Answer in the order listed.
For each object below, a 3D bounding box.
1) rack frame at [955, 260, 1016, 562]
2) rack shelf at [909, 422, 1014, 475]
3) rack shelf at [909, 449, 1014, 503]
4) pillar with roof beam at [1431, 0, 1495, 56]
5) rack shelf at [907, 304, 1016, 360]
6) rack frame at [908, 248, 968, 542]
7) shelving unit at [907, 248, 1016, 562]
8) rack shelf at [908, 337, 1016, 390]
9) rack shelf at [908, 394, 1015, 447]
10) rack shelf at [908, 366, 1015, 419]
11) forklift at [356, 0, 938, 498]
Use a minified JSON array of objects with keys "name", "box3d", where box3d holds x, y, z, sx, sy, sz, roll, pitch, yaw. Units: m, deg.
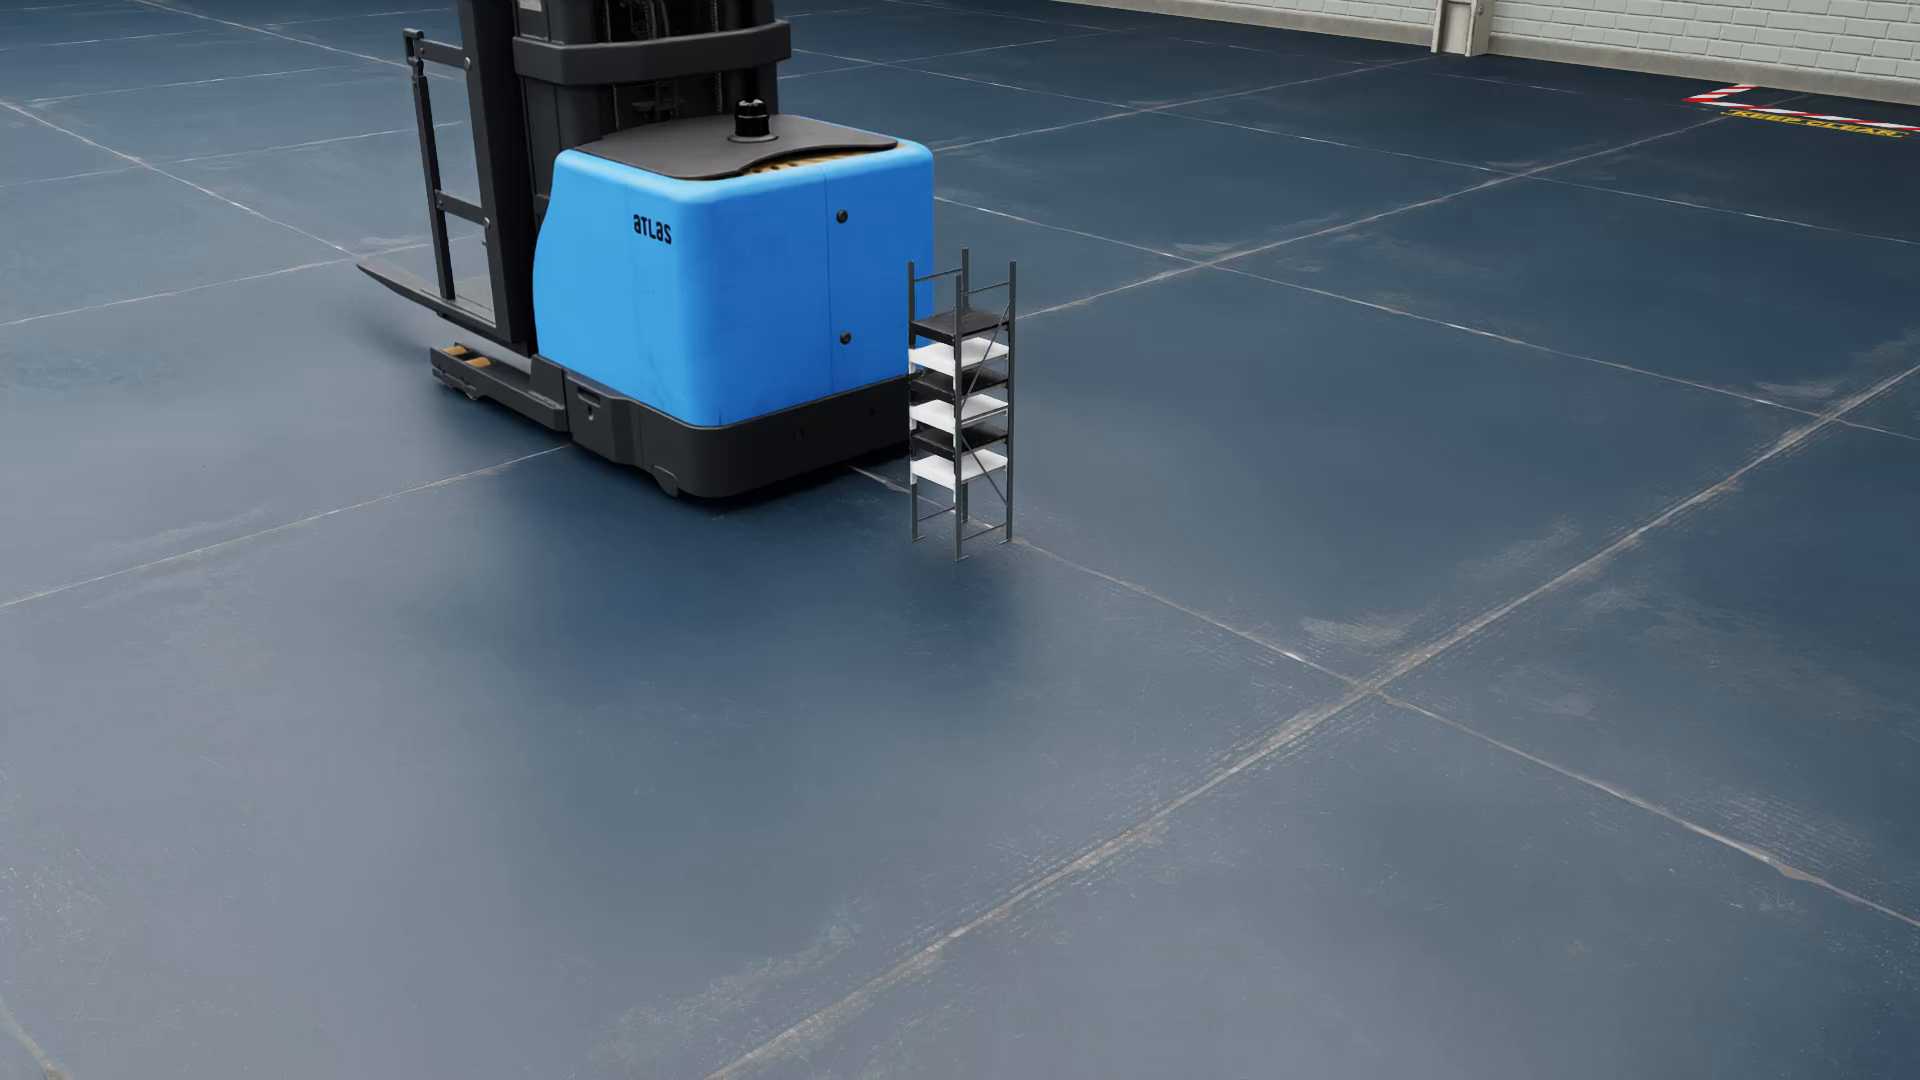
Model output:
[{"name":"rack frame","box3d":[0.075,-0.376,4.990,0.240,0.900,0.006,-21,32,-38]},{"name":"rack shelf","box3d":[0.006,-0.295,5.109,0.258,0.077,0.200,-21,32,-38]},{"name":"rack shelf","box3d":[0.006,-0.213,5.146,0.258,0.077,0.200,-21,32,-38]},{"name":"pillar with roof beam","box3d":[1.275,-7.186,10.159,9.100,9.000,0.400,-21,32,-38]},{"name":"rack shelf","box3d":[0.006,-0.622,4.960,0.258,0.077,0.200,-21,32,-38]},{"name":"rack frame","box3d":[-0.064,-0.438,5.125,0.240,0.900,0.006,-21,32,-38]},{"name":"shelving unit","box3d":[0.006,-0.407,5.058,0.258,0.900,0.210,-21,32,-38]},{"name":"rack shelf","box3d":[0.006,-0.540,4.997,0.258,0.077,0.200,-21,32,-38]},{"name":"rack shelf","box3d":[0.006,-0.377,5.072,0.258,0.077,0.200,-21,32,-38]},{"name":"rack shelf","box3d":[0.006,-0.459,5.034,0.258,0.077,0.200,-21,32,-38]},{"name":"forklift","box3d":[-1.434,-1.997,6.095,1.130,2.935,3.031,-21,32,-38]}]
